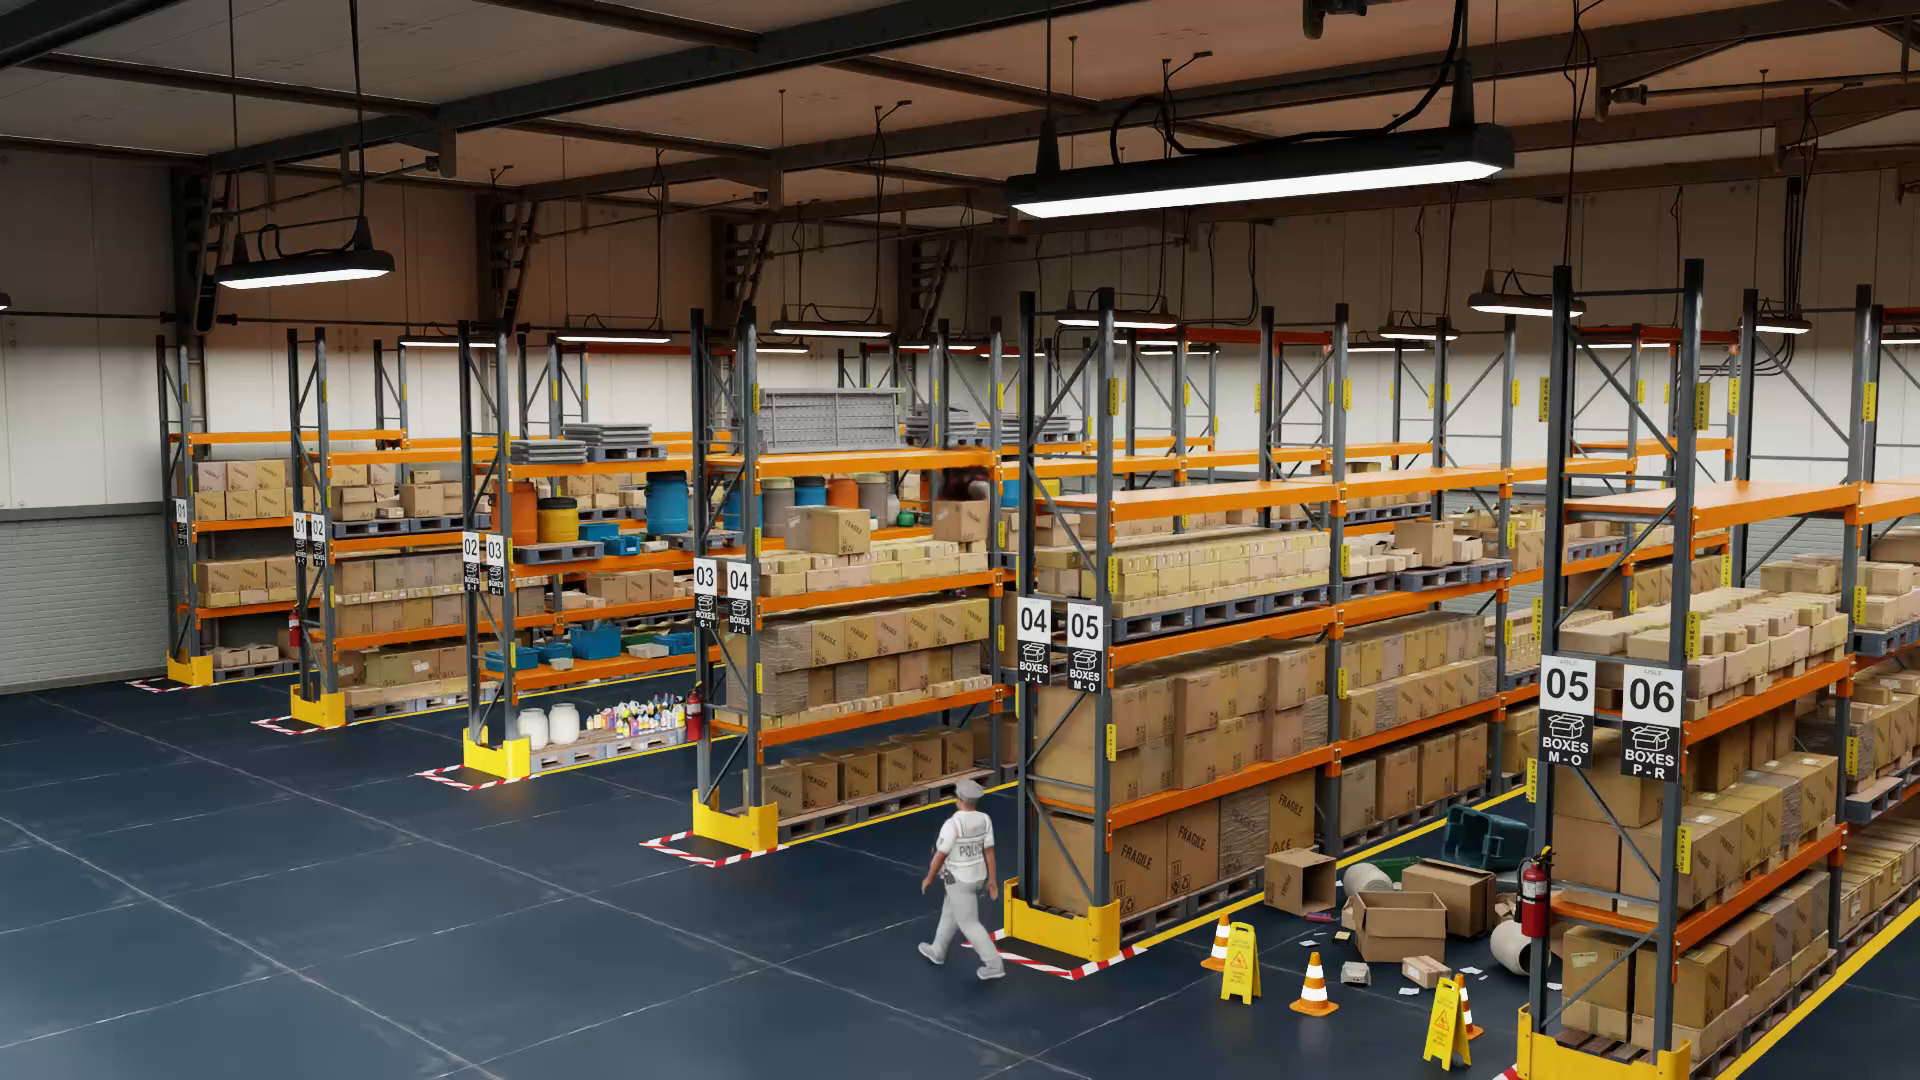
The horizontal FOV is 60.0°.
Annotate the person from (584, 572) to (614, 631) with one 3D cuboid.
[{"bbox_3d":[-6.735,1.416,31.182,0.928,1.648,0.426,-5,7,-41],"label":"person"}]

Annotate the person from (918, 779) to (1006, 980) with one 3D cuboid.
[{"bbox_3d":[-0.012,2.935,14.512,1.040,1.730,0.534,3,6,28],"label":"person"}]
